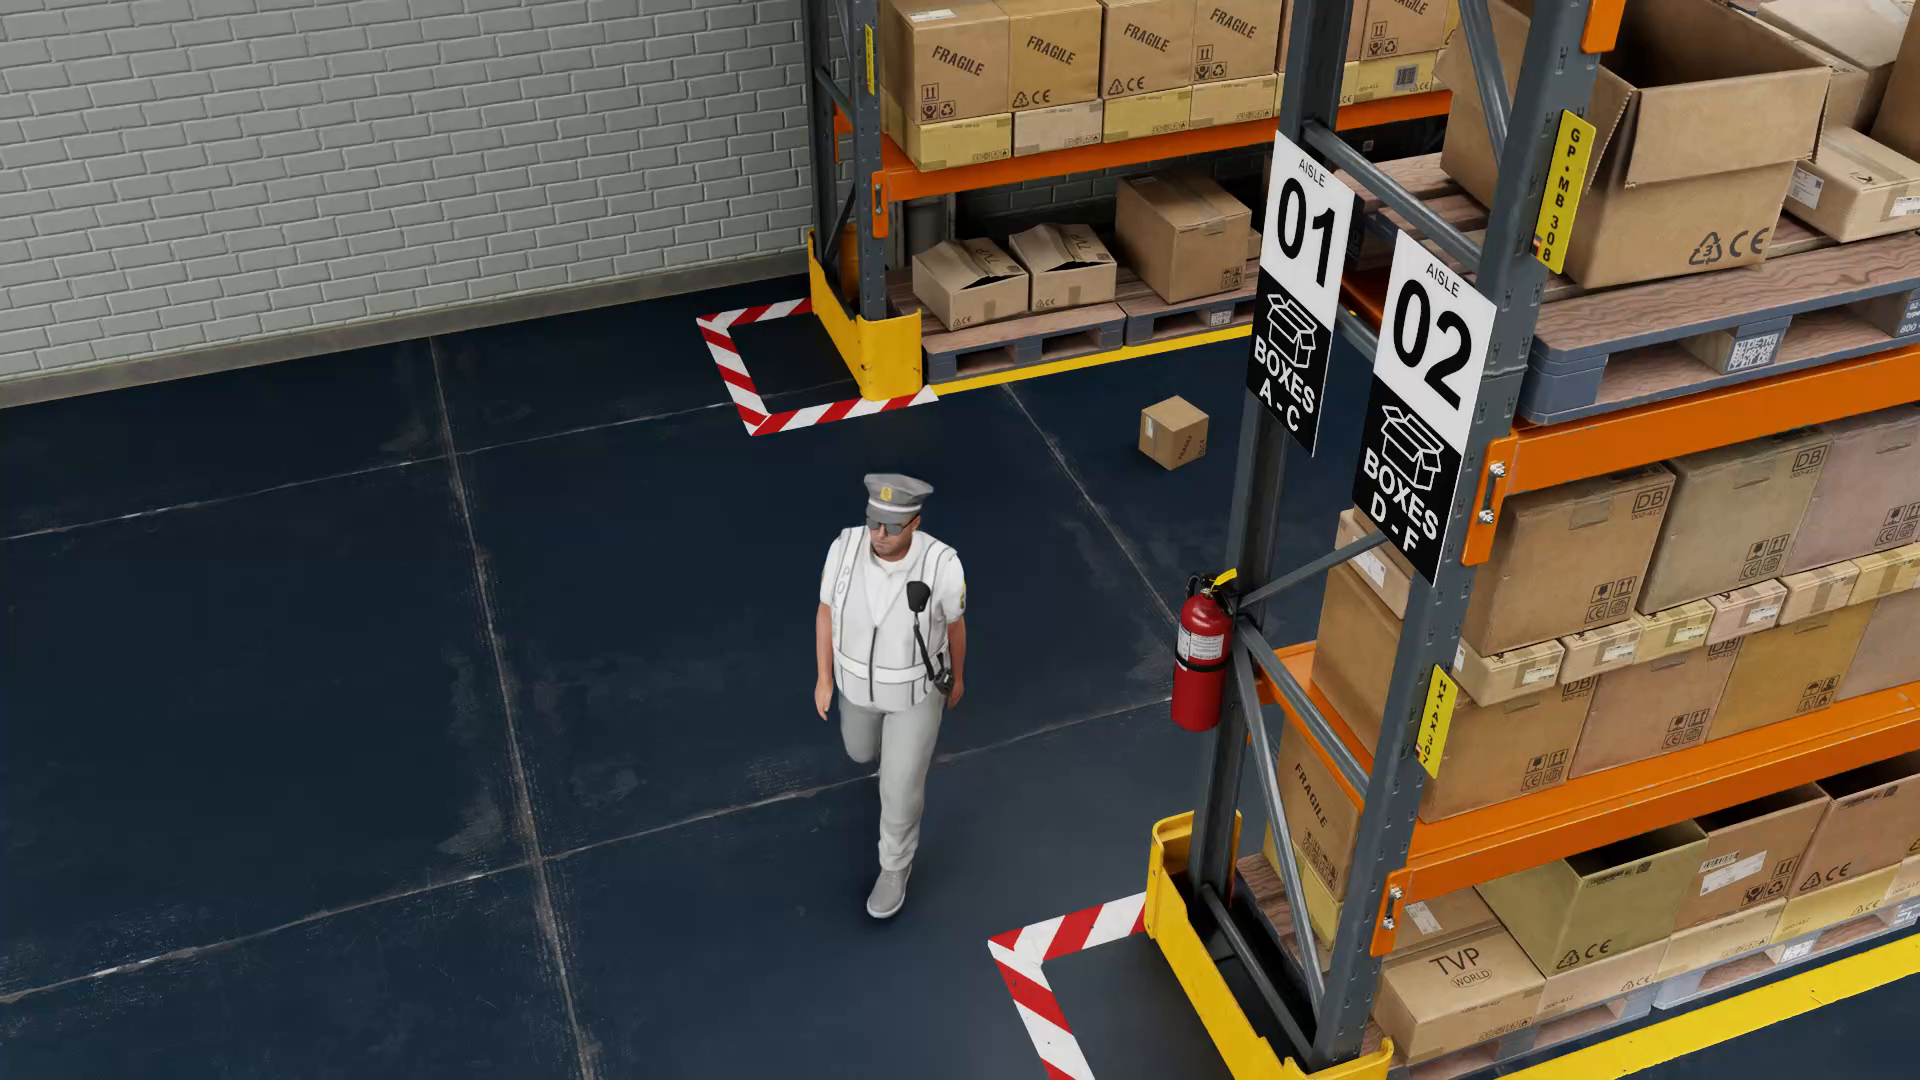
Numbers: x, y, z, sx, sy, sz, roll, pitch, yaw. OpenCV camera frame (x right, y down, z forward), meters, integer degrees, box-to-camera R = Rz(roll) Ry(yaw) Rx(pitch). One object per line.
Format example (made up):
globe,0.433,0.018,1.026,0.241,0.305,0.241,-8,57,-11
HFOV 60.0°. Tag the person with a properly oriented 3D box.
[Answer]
person,-0.257,0.472,6.130,0.536,1.735,0.924,12,39,15
